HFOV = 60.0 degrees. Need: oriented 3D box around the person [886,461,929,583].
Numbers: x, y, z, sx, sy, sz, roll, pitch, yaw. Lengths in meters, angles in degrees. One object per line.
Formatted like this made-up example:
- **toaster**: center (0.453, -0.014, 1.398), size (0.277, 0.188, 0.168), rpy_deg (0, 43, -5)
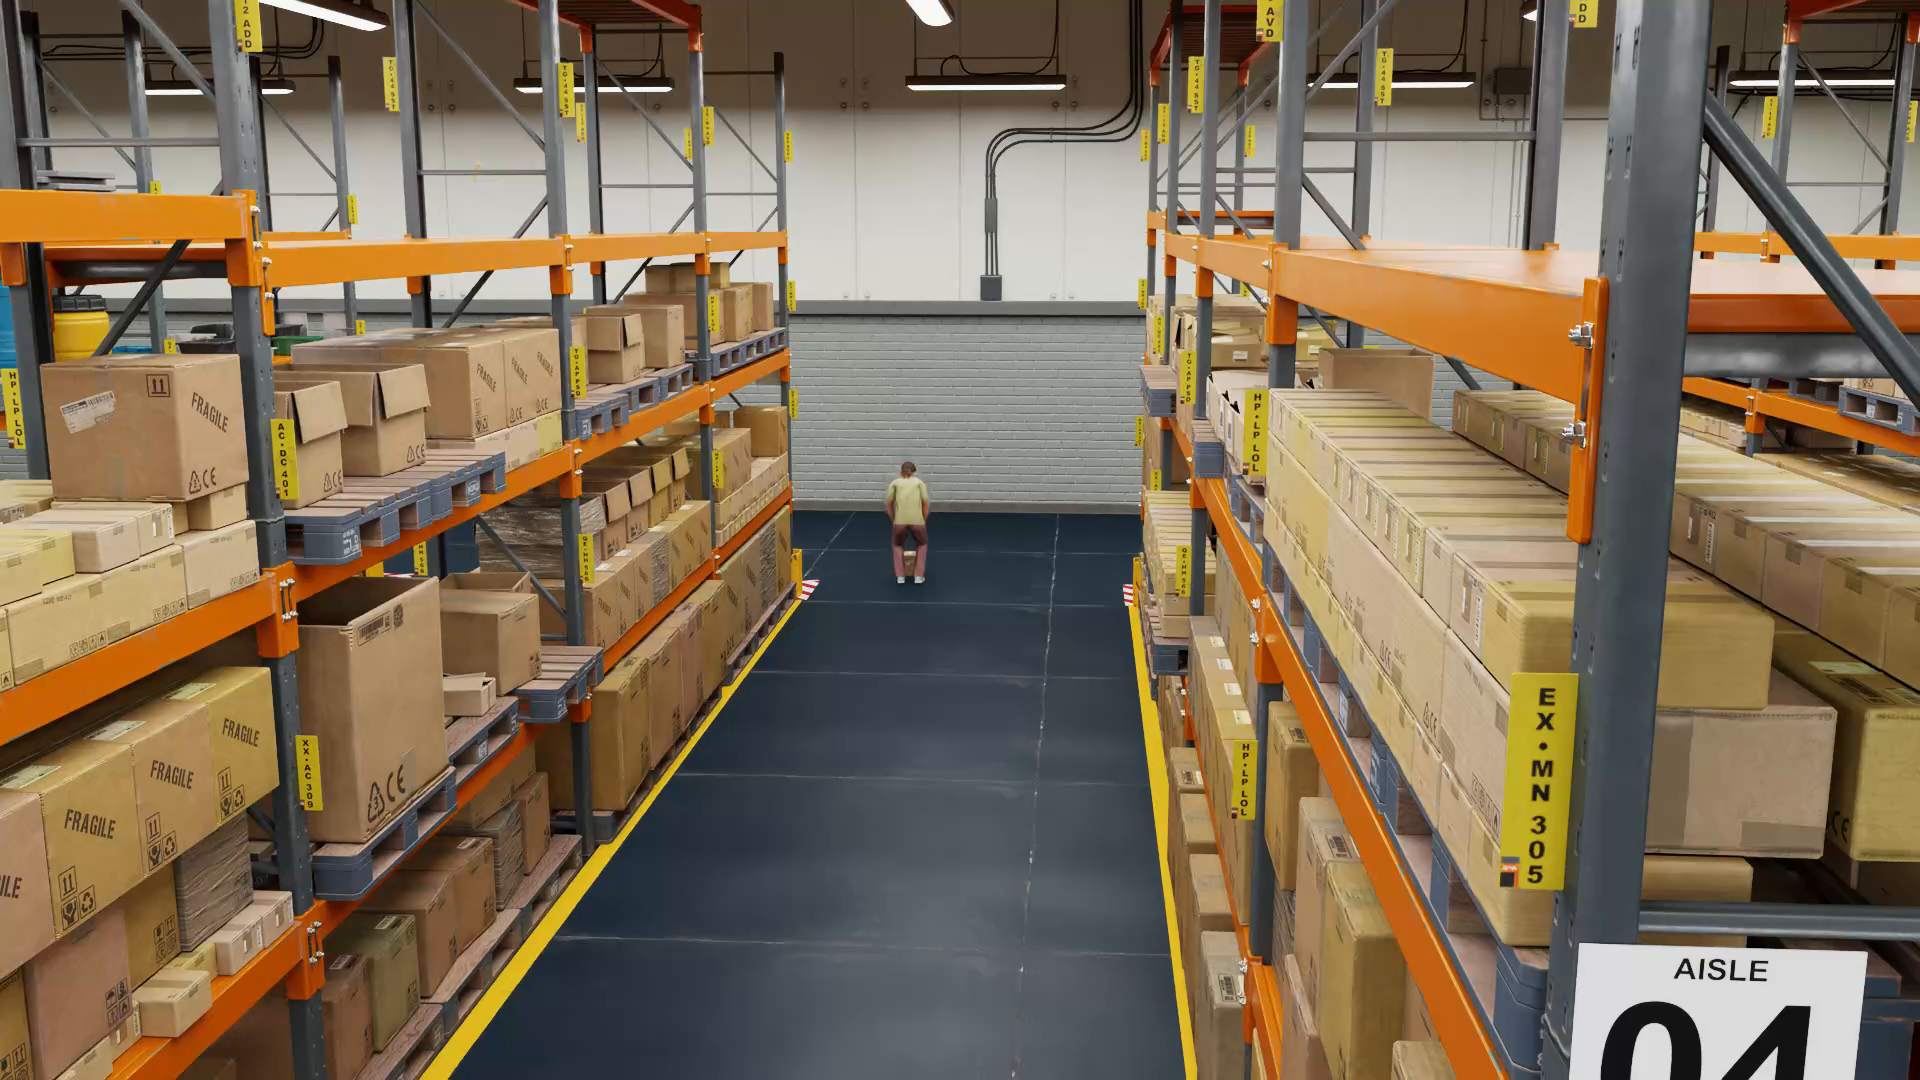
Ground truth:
- **person**: center (-0.625, -0.203, 19.699), size (0.508, 1.418, 0.615), rpy_deg (1, 11, 4)
